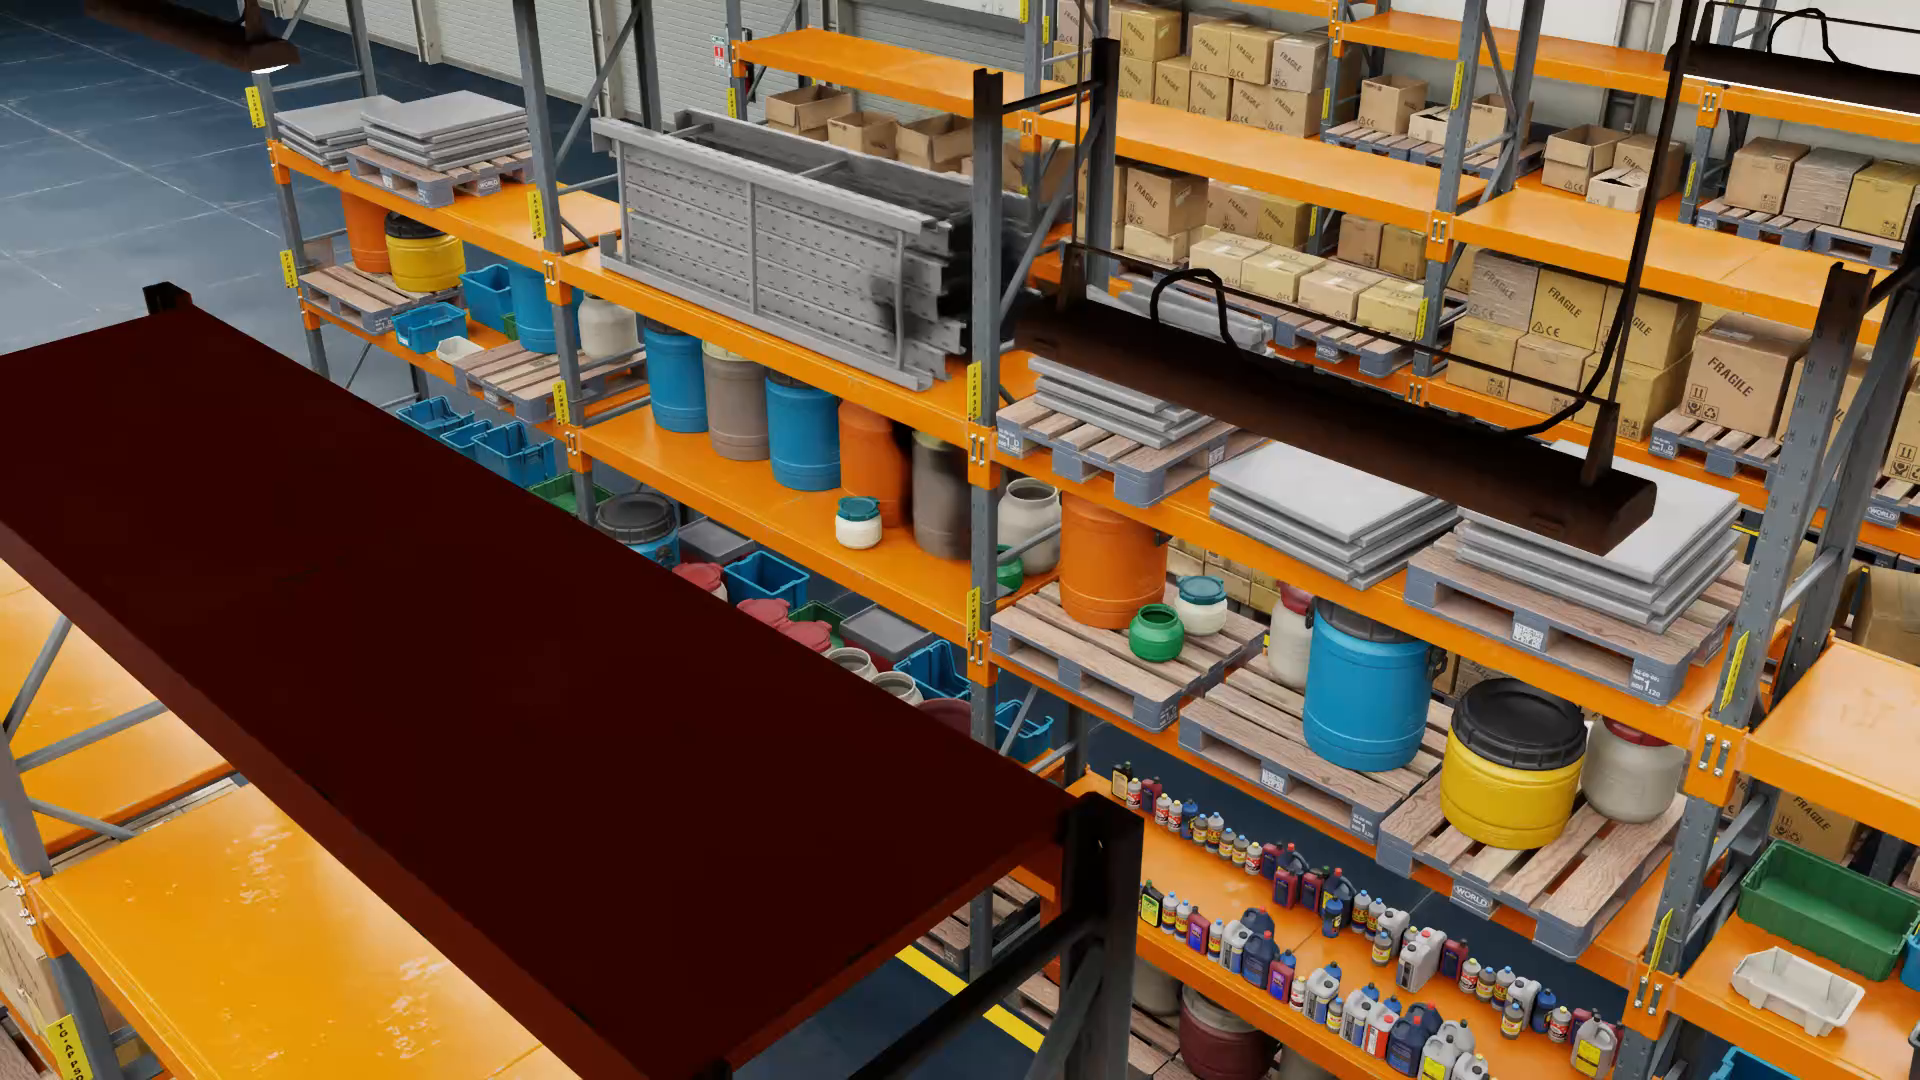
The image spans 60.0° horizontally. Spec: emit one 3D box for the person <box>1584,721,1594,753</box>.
[{"bbox_3d":[3.943,1.914,11.059,0.620,1.745,0.681,19,34,30],"label":"person"}]
